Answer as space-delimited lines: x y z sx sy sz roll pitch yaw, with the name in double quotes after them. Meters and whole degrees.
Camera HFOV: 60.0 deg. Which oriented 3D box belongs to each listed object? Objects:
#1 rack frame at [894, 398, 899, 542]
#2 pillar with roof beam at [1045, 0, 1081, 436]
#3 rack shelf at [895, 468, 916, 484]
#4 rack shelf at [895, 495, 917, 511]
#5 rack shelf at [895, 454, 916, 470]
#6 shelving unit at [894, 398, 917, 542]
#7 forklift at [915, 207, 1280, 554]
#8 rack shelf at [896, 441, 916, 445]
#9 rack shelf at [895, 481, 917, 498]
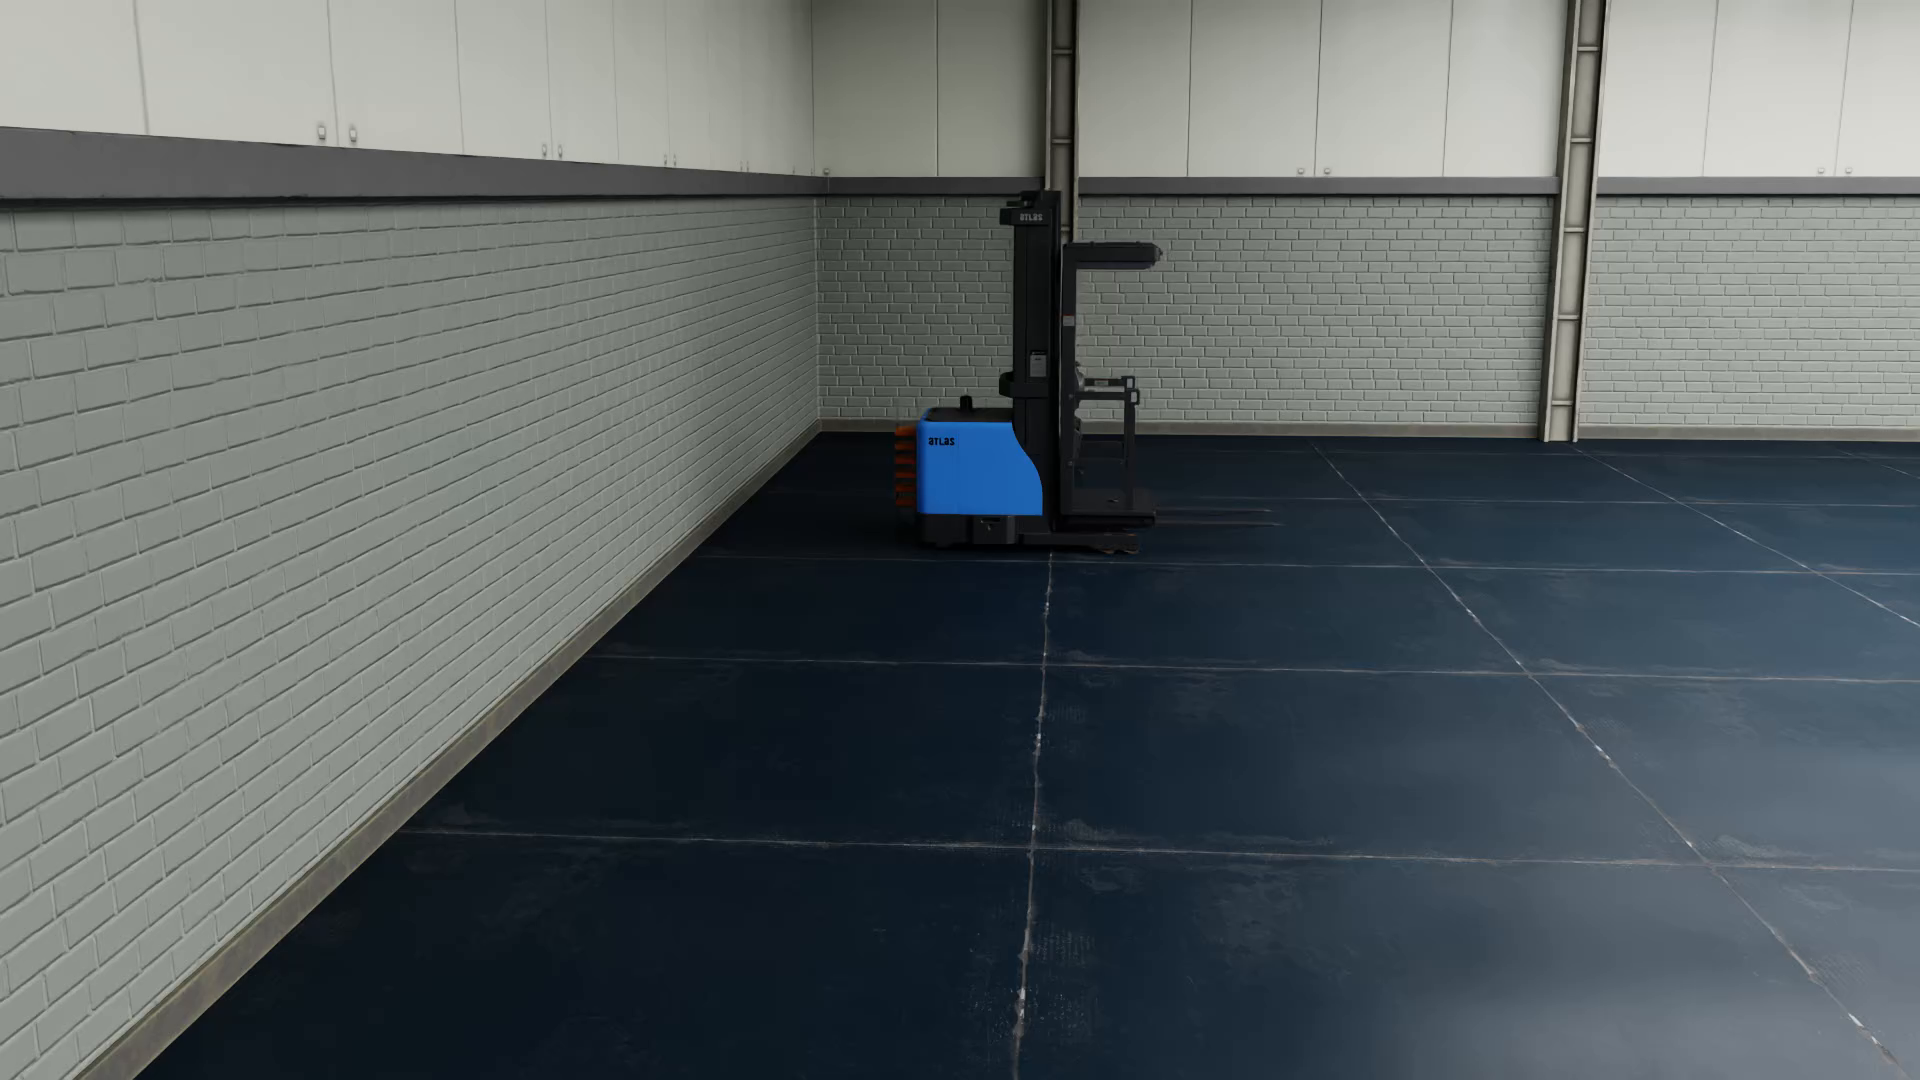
-0.542 -0.595 14.180 0.006 1.200 0.240 1 12 4 "rack frame"
0.924 -4.817 15.317 0.400 9.000 9.100 1 12 4 "pillar with roof beam"
-0.451 -0.550 14.183 0.180 0.103 0.258 1 12 4 "rack shelf"
-0.451 -0.315 14.232 0.180 0.103 0.258 1 12 4 "rack shelf"
-0.451 -0.667 14.159 0.180 0.103 0.258 1 12 4 "rack shelf"
-0.453 -0.593 14.174 0.184 1.200 0.258 1 12 4 "shelving unit"
1.165 -1.366 13.968 3.031 2.797 1.129 1 12 4 "forklift"
-0.451 -0.811 14.128 0.171 0.034 0.221 1 12 4 "rack shelf"
-0.451 -0.432 14.208 0.180 0.103 0.258 1 12 4 "rack shelf"
